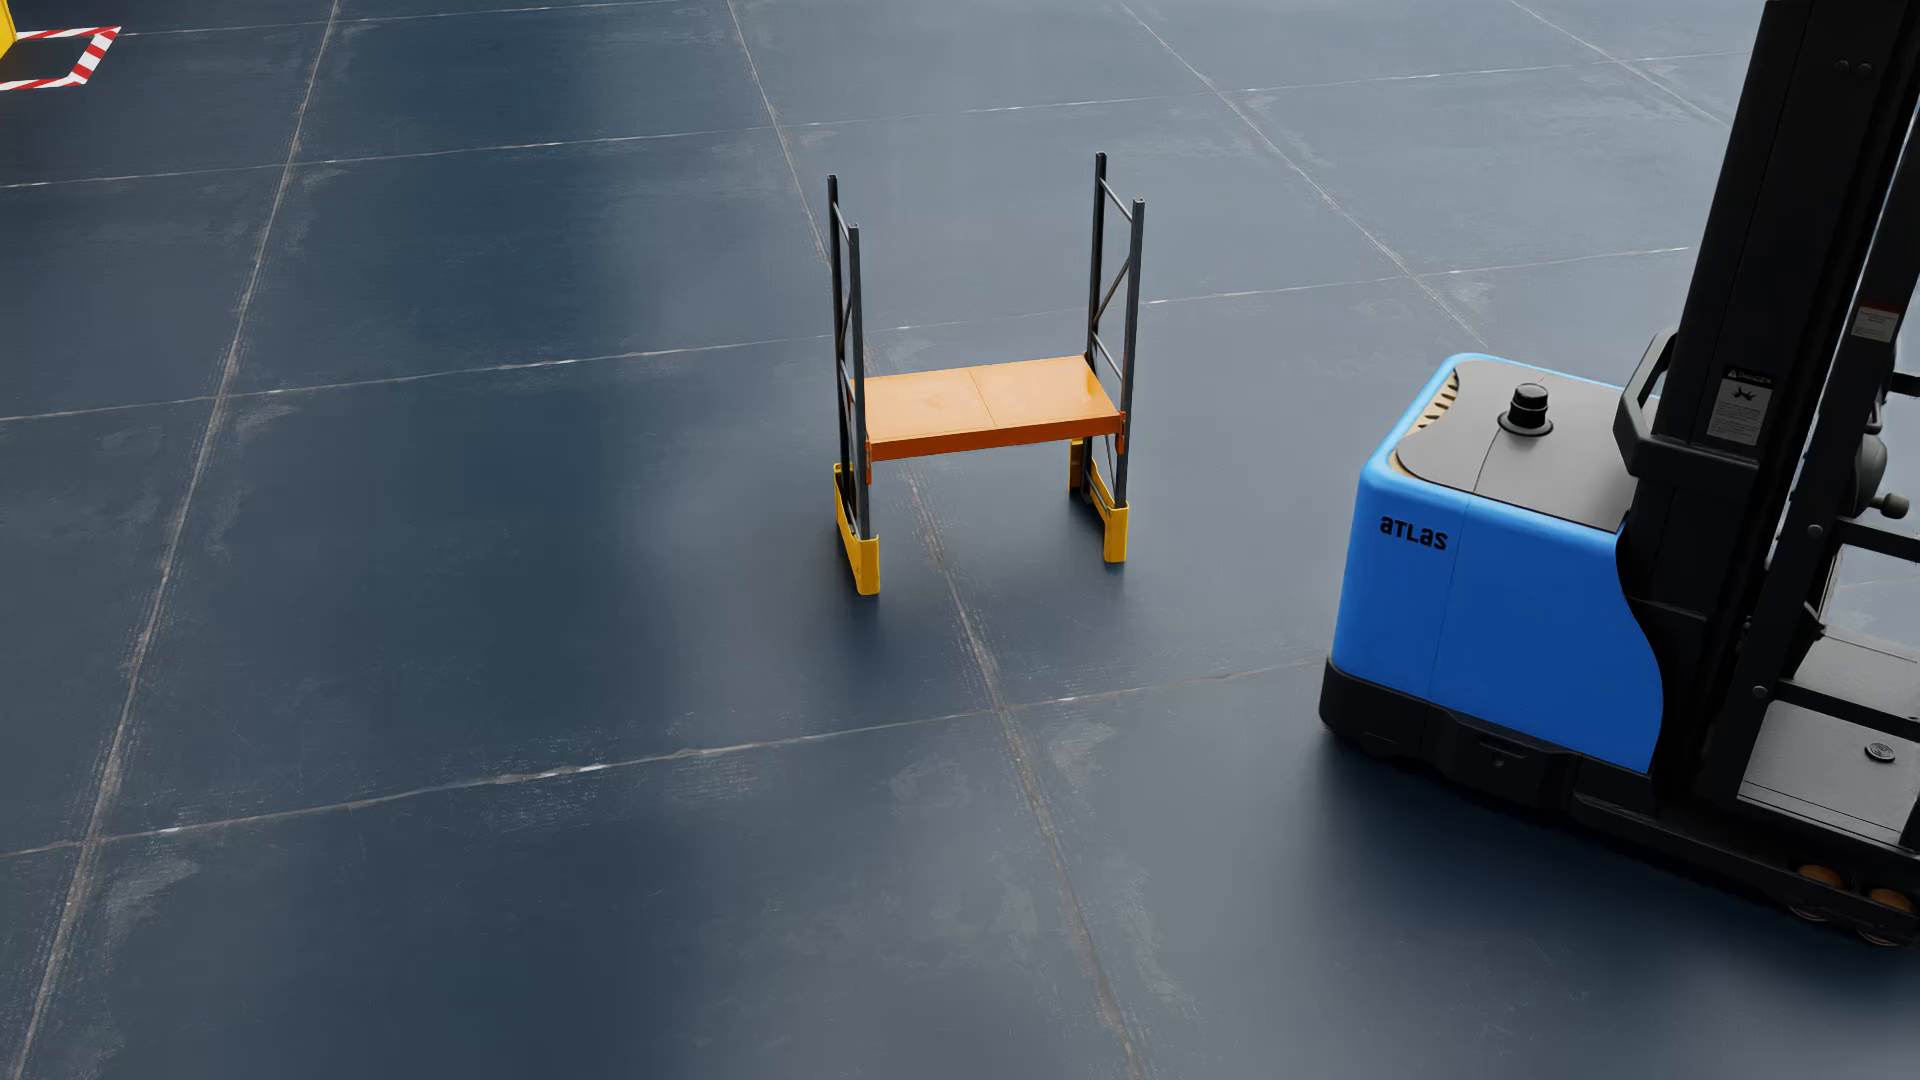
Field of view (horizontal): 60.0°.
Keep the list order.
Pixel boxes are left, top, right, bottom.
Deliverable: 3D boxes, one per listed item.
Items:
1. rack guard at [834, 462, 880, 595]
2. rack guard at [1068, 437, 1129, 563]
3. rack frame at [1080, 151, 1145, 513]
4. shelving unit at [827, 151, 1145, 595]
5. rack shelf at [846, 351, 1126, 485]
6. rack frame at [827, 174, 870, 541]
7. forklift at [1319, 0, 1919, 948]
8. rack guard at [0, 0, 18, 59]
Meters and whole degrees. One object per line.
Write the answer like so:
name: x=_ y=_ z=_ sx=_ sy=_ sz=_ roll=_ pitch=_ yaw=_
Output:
rack guard: x=-0.411 y=-0.052 z=6.603 sx=0.087 sy=0.250 sz=0.587 roll=-7 pitch=35 yaw=-11
rack guard: x=0.560 y=-0.174 z=6.786 sx=0.087 sy=0.250 sz=0.587 roll=-7 pitch=35 yaw=-11
rack frame: x=0.579 y=-0.696 z=6.441 sx=0.032 sy=1.500 sz=0.500 roll=-7 pitch=35 yaw=-11
shelving unit: x=0.074 y=-0.632 z=6.346 sx=1.083 sy=1.500 sz=0.587 roll=-7 pitch=35 yaw=-11
rack shelf: x=0.083 y=-0.484 z=6.448 sx=1.000 sy=0.185 sz=0.538 roll=-7 pitch=35 yaw=-11
rack frame: x=-0.413 y=-0.571 z=6.255 sx=0.032 sy=1.500 sz=0.500 roll=-7 pitch=35 yaw=-11
forklift: x=2.765 y=-0.350 z=4.642 sx=3.031 sy=2.935 sz=1.130 roll=18 pitch=38 yaw=25
rack guard: x=-6.991 y=-3.592 z=11.654 sx=0.348 sy=0.500 sz=1.175 roll=-7 pitch=35 yaw=-11
